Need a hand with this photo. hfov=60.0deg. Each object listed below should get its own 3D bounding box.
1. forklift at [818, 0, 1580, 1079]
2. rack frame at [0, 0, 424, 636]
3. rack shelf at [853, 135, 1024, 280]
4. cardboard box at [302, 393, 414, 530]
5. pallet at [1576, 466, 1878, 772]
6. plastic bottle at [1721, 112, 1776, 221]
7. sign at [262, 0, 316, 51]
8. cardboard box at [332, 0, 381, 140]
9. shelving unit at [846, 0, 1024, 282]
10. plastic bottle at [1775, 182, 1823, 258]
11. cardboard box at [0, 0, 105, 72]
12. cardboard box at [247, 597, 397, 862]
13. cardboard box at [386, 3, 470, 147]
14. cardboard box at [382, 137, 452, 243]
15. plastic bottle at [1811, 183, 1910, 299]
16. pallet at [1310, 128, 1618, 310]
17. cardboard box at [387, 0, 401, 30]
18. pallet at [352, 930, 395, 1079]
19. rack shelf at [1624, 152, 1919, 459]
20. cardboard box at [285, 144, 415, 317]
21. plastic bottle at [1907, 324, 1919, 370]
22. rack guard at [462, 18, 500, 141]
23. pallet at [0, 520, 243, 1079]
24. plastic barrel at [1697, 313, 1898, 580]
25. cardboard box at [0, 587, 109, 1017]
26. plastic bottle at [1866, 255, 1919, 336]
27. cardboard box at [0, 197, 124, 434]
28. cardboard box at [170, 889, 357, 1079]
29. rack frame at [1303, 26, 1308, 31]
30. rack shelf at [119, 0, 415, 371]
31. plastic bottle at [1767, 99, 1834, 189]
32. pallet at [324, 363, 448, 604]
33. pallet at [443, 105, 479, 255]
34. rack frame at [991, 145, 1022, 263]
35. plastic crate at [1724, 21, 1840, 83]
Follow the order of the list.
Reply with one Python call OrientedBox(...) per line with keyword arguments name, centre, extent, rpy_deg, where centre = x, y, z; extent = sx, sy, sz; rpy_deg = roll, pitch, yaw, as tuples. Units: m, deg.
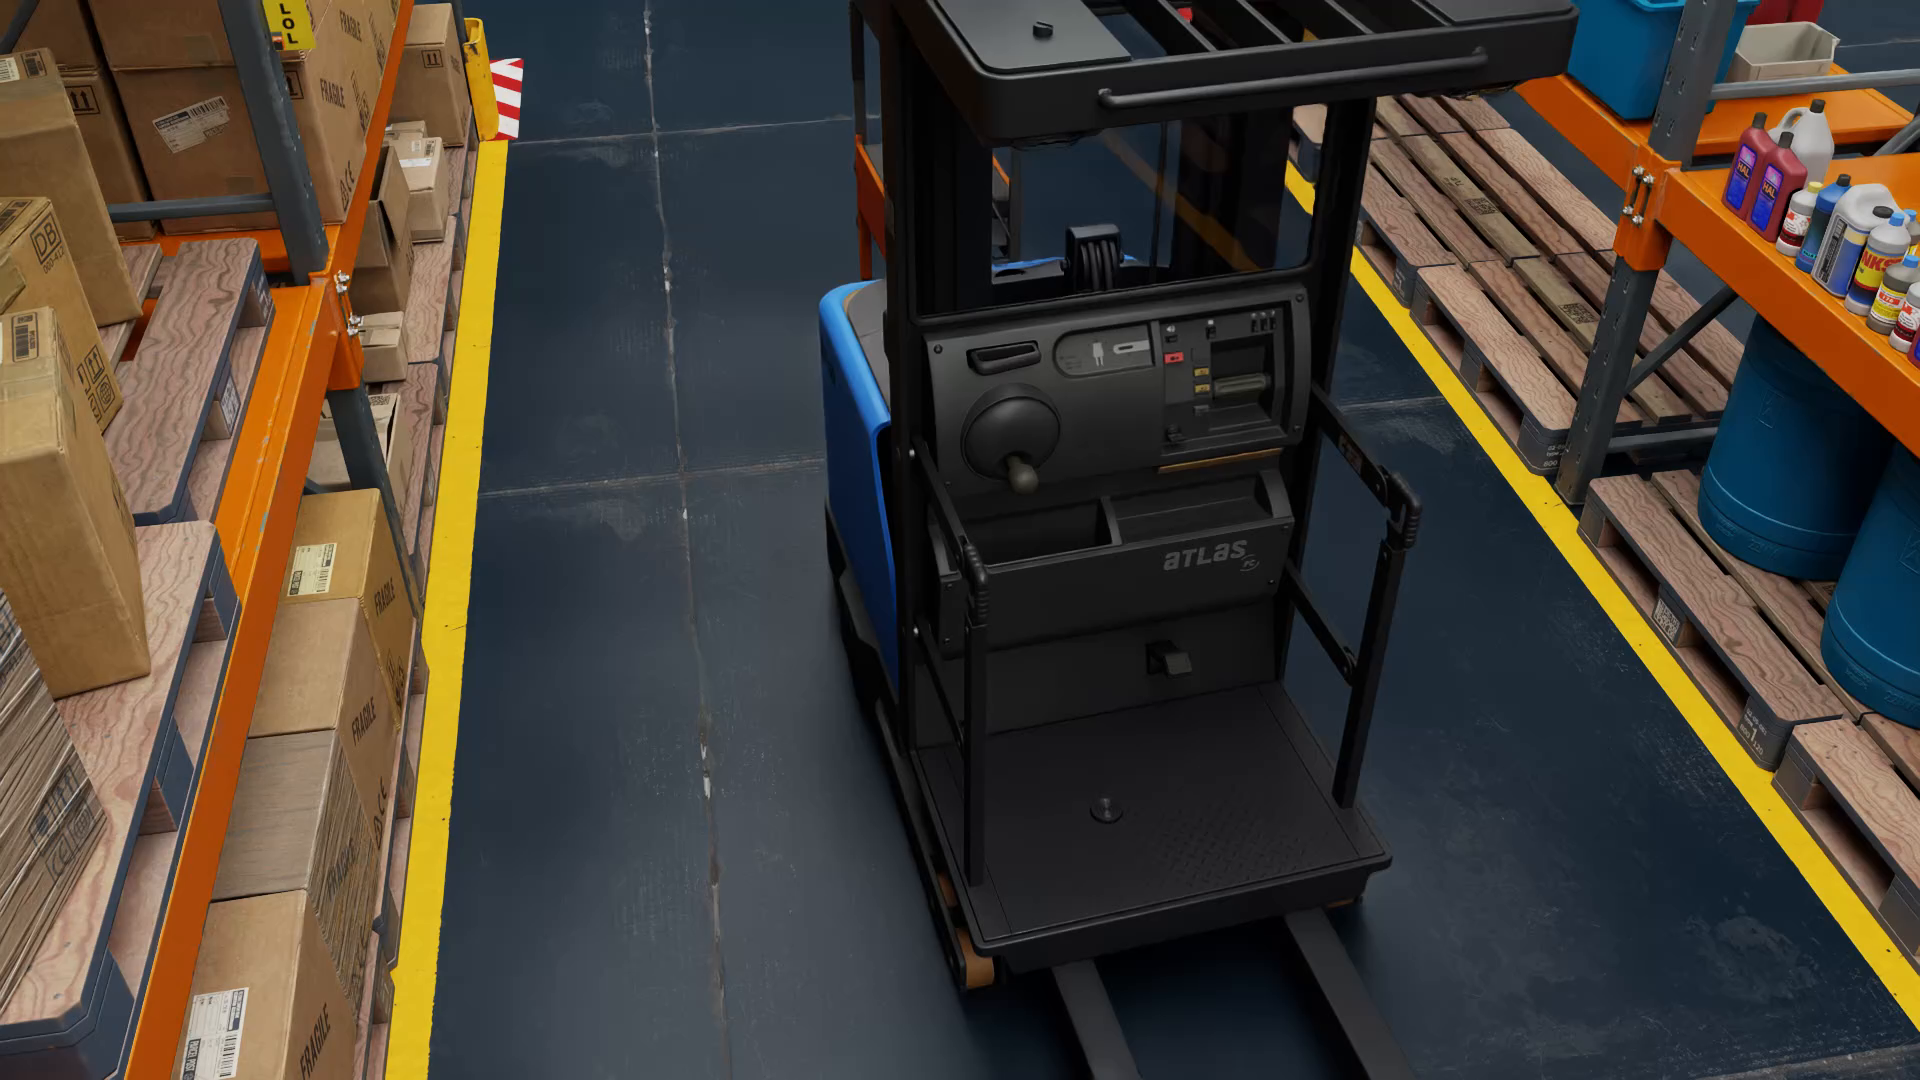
OrientedBox(name="forklift", centre=(0.440, -0.277, 3.718), extent=(1.130, 2.935, 3.031), rpy_deg=(-9, 39, -12))
OrientedBox(name="rack frame", centre=(-2.237, -0.859, 4.411), extent=(1.000, 3.000, 0.127), rpy_deg=(-6, 38, -8))
OrientedBox(name="rack shelf", centre=(-0.075, -0.980, 5.322), extent=(0.431, 0.518, 0.480), rpy_deg=(-10, 39, -12))
OrientedBox(name="cardboard box", centre=(-2.098, -0.248, 5.457), extent=(0.500, 0.311, 0.500), rpy_deg=(-6, 38, -8))
OrientedBox(name="pallet", centre=(2.734, 0.182, 5.343), extent=(1.003, 0.211, 1.213), rpy_deg=(-6, 38, -8))
OrientedBox(name="plastic bottle", centre=(2.284, -1.076, 4.785), extent=(0.061, 0.283, 0.133), rpy_deg=(-6, 38, -8))
OrientedBox(name="sign", centre=(-1.691, -1.378, 4.135), extent=(0.100, 0.325, 0.005), rpy_deg=(-6, 38, -8))
OrientedBox(name="cardboard box", centre=(-2.151, -1.544, 5.211), extent=(0.500, 0.500, 0.500), rpy_deg=(-6, 38, -7))
OrientedBox(name="shelving unit", centre=(-0.075, -0.991, 5.314), extent=(0.431, 2.100, 0.503), rpy_deg=(-10, 39, -12))
OrientedBox(name="plastic bottle", centre=(2.346, -0.895, 4.619), extent=(0.097, 0.201, 0.097), rpy_deg=(0, 38, 0))
OrientedBox(name="cardboard box", centre=(-2.581, -1.571, 4.430), extent=(0.500, 0.500, 0.500), rpy_deg=(-6, 38, -8))
OrientedBox(name="cardboard box", centre=(-1.790, 0.521, 4.313), extent=(0.500, 0.500, 0.500), rpy_deg=(-6, 38, -8))
OrientedBox(name="cardboard box", centre=(-2.601, -2.160, 7.764), extent=(0.500, 0.500, 0.500), rpy_deg=(-6, 38, -8))
OrientedBox(name="cardboard box", centre=(-2.464, -1.484, 7.098), extent=(0.500, 0.250, 0.500), rpy_deg=(-6, 38, -8))
OrientedBox(name="plastic bottle", centre=(2.410, -0.799, 4.434), extent=(0.152, 0.276, 0.135), rpy_deg=(-6, 38, -8))
OrientedBox(name="pallet", centre=(2.256, -1.467, 7.466), extent=(1.003, 0.211, 1.213), rpy_deg=(-6, 38, -8))
OrientedBox(name="cardboard box", centre=(-2.327, -2.154, 5.996), extent=(0.500, 0.500, 0.500), rpy_deg=(-7, 38, -9))
OrientedBox(name="pallet", centre=(-1.840, 1.468, 3.688), extent=(1.003, 0.211, 1.213), rpy_deg=(-6, 38, -8))
OrientedBox(name="rack shelf", centre=(2.991, 0.103, 3.759), extent=(1.077, 0.370, 4.000), rpy_deg=(-6, 38, -8))
OrientedBox(name="cardboard box", centre=(-2.572, -1.181, 6.501), extent=(0.797, 0.503, 0.637), rpy_deg=(-6, 38, -8))
OrientedBox(name="plastic bottle", centre=(2.440, -0.539, 4.095), extent=(0.061, 0.283, 0.133), rpy_deg=(-6, 38, -8))
OrientedBox(name="rack guard", centre=(-2.925, -2.242, 8.228), extent=(1.175, 0.500, 0.348), rpy_deg=(-6, 38, -8))
OrientedBox(name="pallet", centre=(-1.881, 0.459, 2.871), extent=(1.003, 0.211, 1.213), rpy_deg=(-6, 38, -8))
OrientedBox(name="plastic barrel", centre=(2.719, -0.396, 5.183), extent=(0.600, 0.901, 0.708), rpy_deg=(-6, 38, -8))
OrientedBox(name="cardboard box", centre=(-1.730, 0.411, 2.353), extent=(0.700, 0.500, 0.500), rpy_deg=(0, 38, 1))
OrientedBox(name="plastic bottle", centre=(2.421, -0.638, 4.288), extent=(0.097, 0.201, 0.097), rpy_deg=(0, 38, 0))
OrientedBox(name="cardboard box", centre=(-2.191, -0.345, 3.326), extent=(0.700, 0.500, 0.500), rpy_deg=(-1, 38, -1))
OrientedBox(name="cardboard box", centre=(-1.611, 1.131, 3.528), extent=(0.500, 0.500, 0.500), rpy_deg=(-7, 38, -9))
OrientedBox(name="rack frame", centre=(1.939, -3.805, 8.203), extent=(1.000, 3.000, 0.127), rpy_deg=(-6, 38, -8))
OrientedBox(name="rack shelf", centre=(-2.588, -1.783, 6.186), extent=(1.077, 0.370, 4.000), rpy_deg=(-6, 38, -8))
OrientedBox(name="plastic bottle", centre=(2.390, -1.098, 4.759), extent=(0.144, 0.351, 0.185), rpy_deg=(-6, 38, -8))
OrientedBox(name="pallet", centre=(-2.357, -0.172, 5.800), extent=(1.003, 0.211, 1.213), rpy_deg=(-6, 38, -8))
OrientedBox(name="pallet", centre=(-2.784, -1.646, 7.697), extent=(1.003, 0.211, 1.213), rpy_deg=(-6, 38, -8))
OrientedBox(name="rack frame", centre=(-0.010, -0.847, 5.128), extent=(0.400, 2.100, 0.015), rpy_deg=(-10, 39, -12))
OrientedBox(name="plastic crate", centre=(2.699, -1.605, 5.537), extent=(0.396, 0.136, 0.243), rpy_deg=(-6, 38, -8))
